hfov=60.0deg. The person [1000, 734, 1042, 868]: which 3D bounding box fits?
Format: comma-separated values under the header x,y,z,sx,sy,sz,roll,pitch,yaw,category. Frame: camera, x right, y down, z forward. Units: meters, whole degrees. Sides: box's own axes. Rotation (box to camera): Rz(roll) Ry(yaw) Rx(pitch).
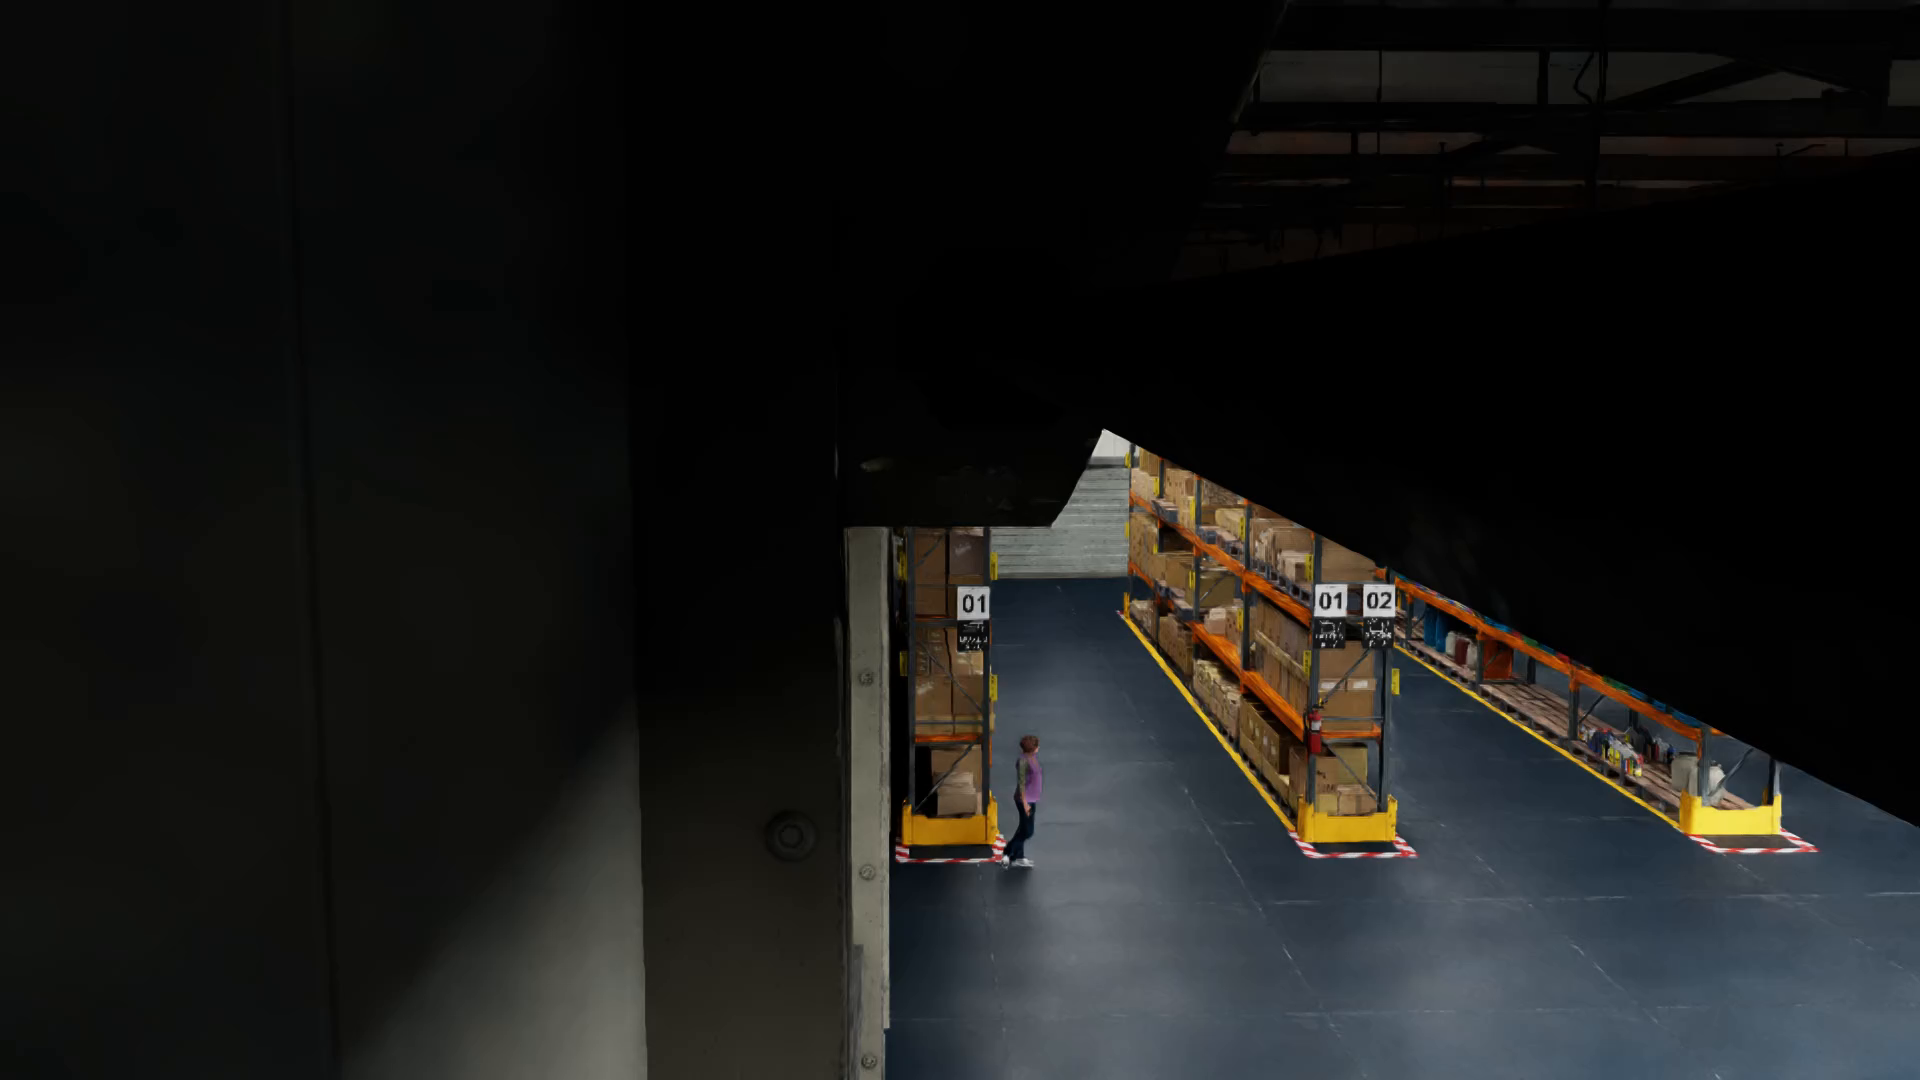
x,y,z,sx,sy,sz,roll,pitch,yaw,category
0.714,3.056,19.424,0.428,1.590,0.574,3,8,21,person
